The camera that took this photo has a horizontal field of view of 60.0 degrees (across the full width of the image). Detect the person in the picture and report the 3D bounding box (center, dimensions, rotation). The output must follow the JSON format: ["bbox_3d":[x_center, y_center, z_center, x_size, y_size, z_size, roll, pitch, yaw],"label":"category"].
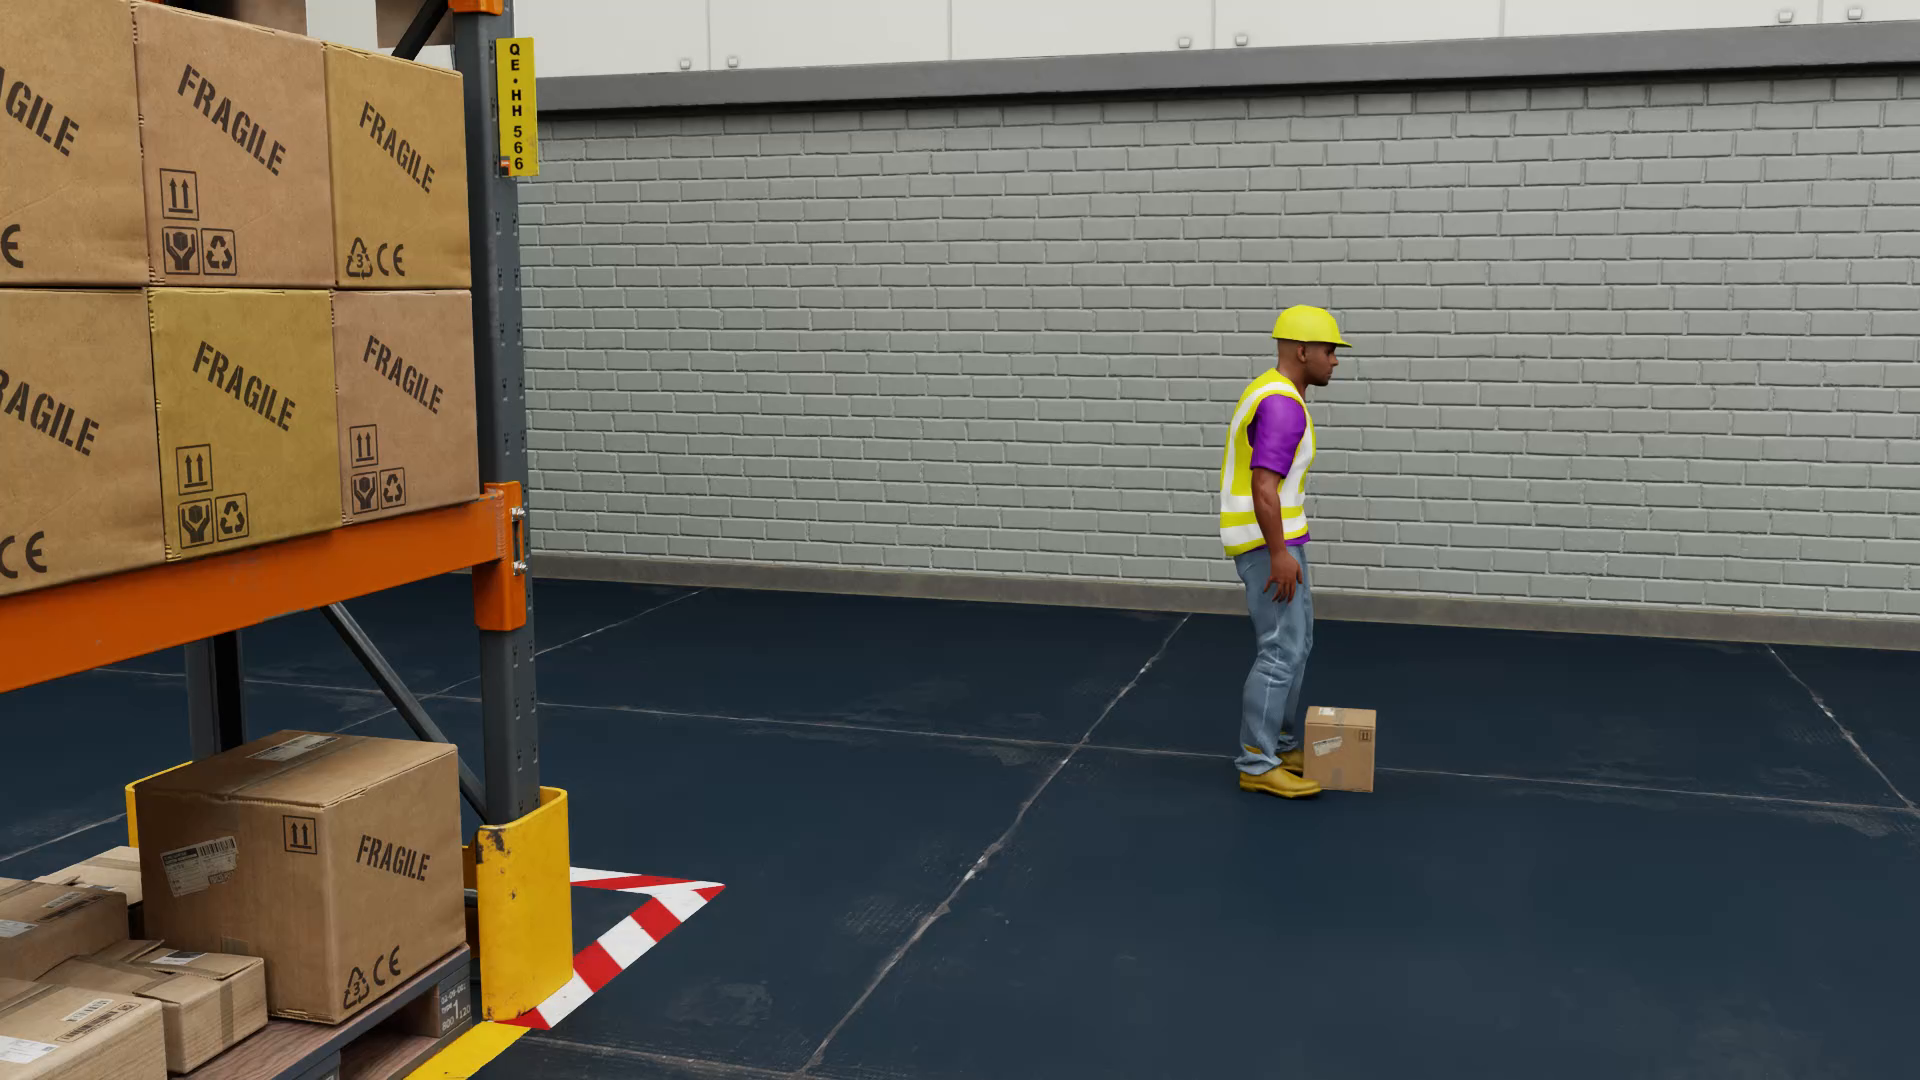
[{"bbox_3d":[1.185,0.021,6.126,0.461,1.759,0.629,2,8,13],"label":"person"}]
